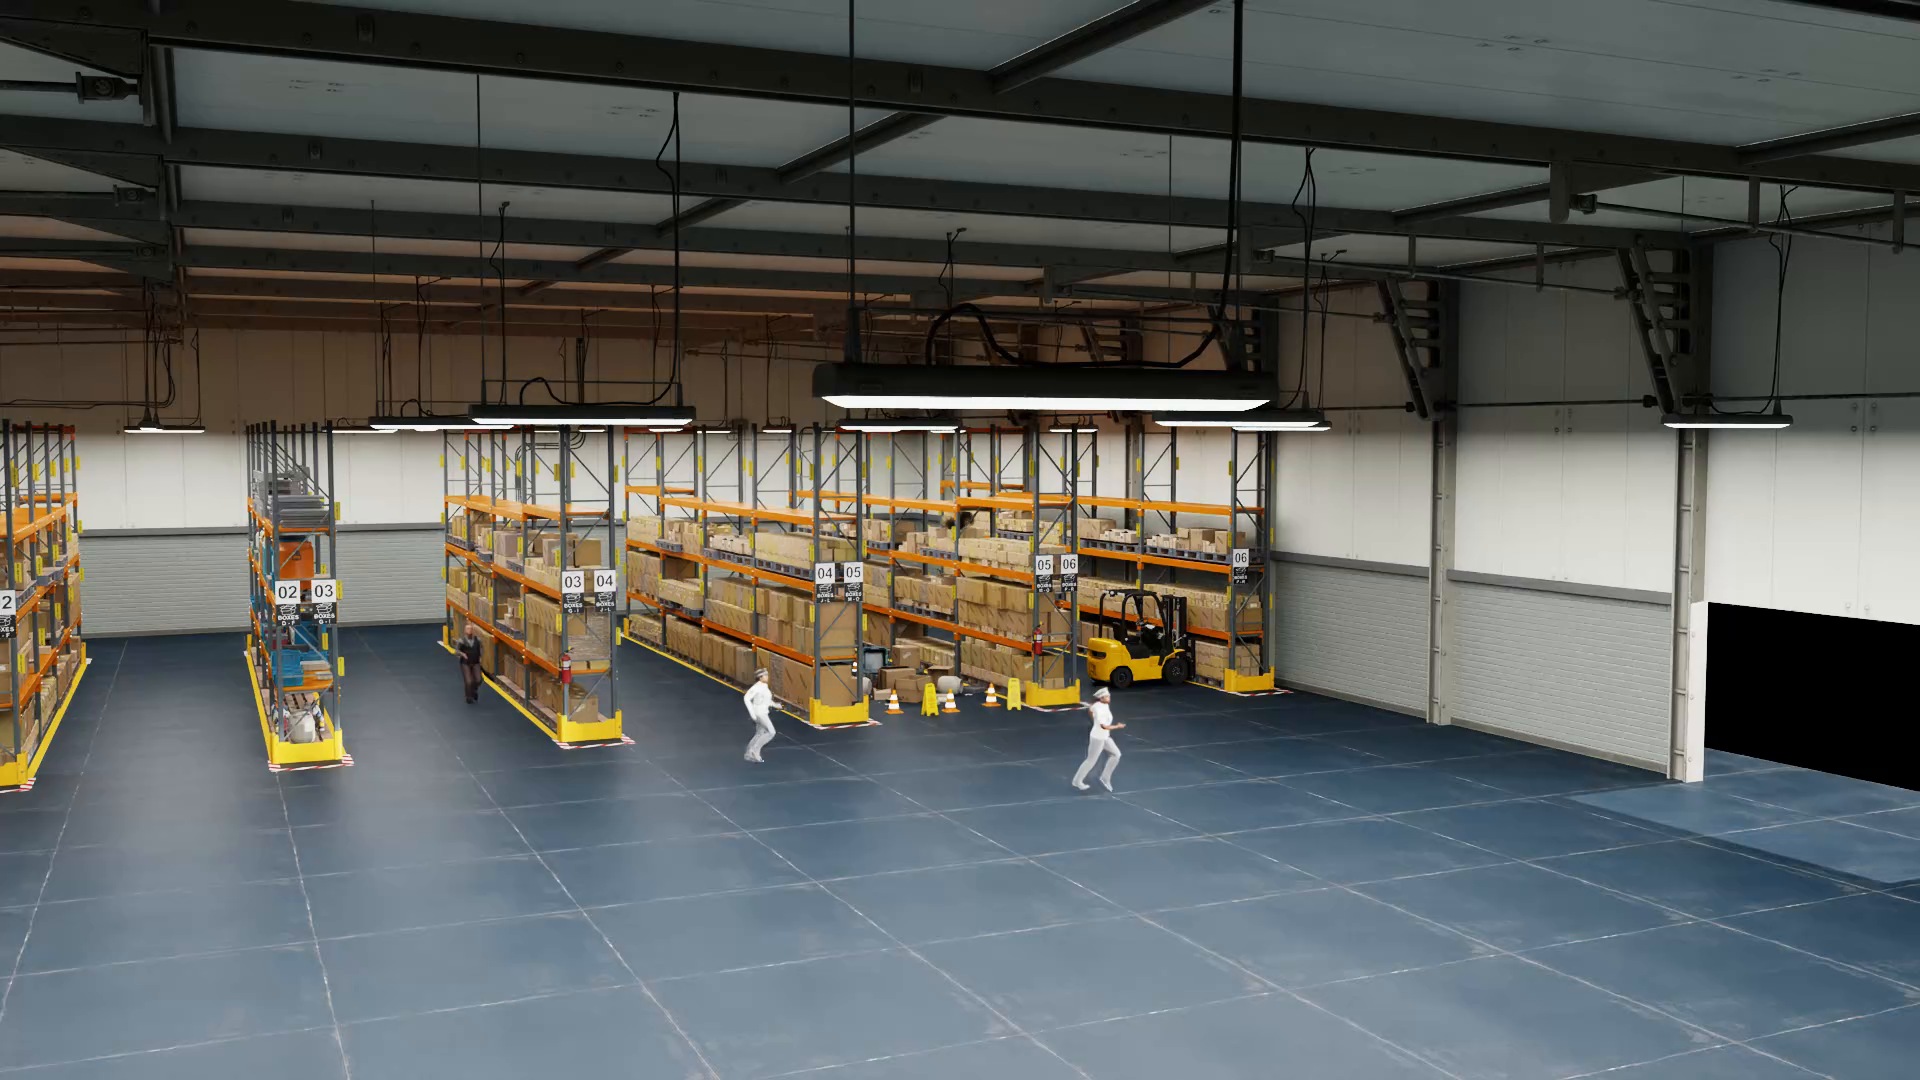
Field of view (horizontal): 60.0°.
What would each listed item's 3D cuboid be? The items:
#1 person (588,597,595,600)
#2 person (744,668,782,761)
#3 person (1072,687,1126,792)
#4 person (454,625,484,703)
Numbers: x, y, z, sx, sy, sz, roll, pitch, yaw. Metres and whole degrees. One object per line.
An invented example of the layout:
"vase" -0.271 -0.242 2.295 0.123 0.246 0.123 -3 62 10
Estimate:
"person" -10.743 1.929 47.297 0.817 1.751 0.732 1 4 18
"person" -3.462 3.058 29.146 0.692 1.647 0.569 1 4 10
"person" 2.249 3.203 26.764 0.862 1.709 0.582 1 4 14
"person" -10.439 2.657 35.517 0.651 1.673 0.583 -2 4 -29
